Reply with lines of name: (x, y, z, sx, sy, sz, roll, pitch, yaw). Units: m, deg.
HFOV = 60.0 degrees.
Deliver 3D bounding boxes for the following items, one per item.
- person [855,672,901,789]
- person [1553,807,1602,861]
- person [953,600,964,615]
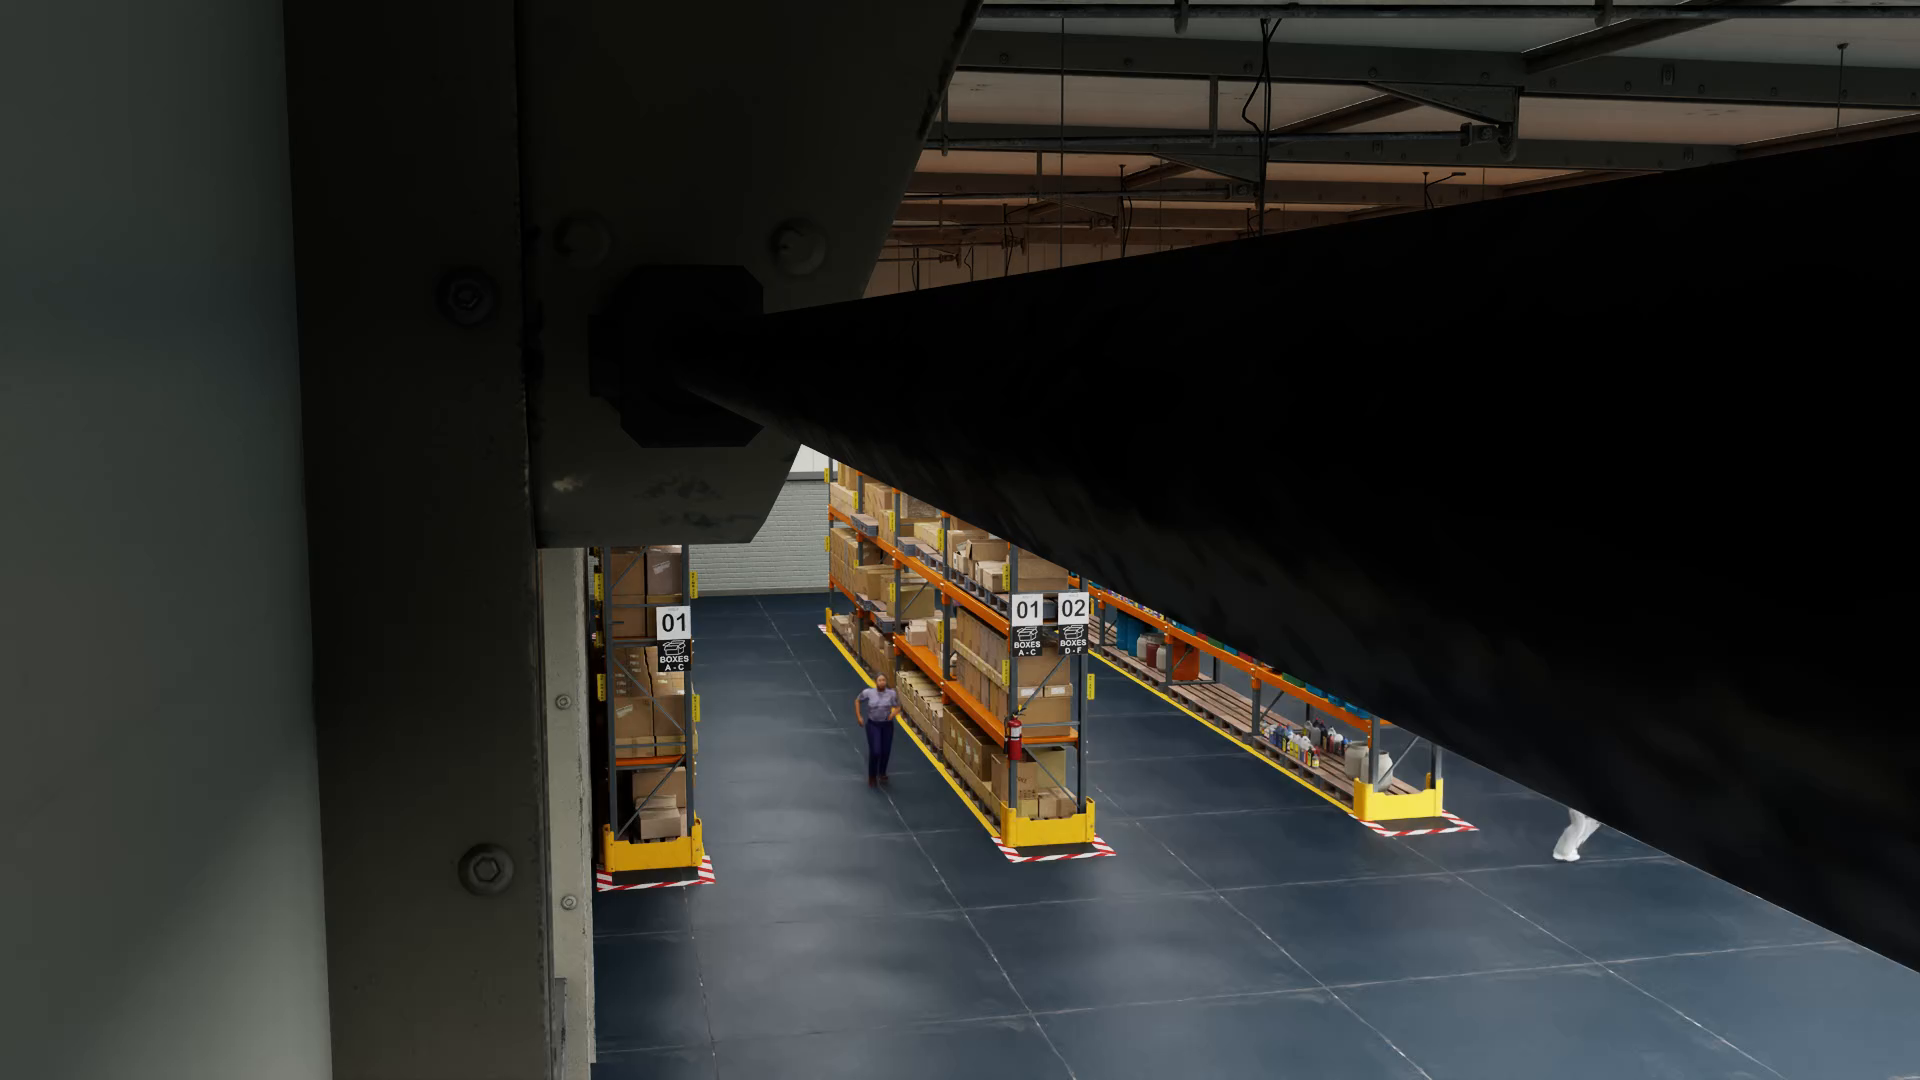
person: (-1.149, 2.733, 23.750, 0.619, 1.690, 0.698, -2, 7, -14)
person: (7.561, 3.115, 20.212, 0.611, 1.622, 0.539, 3, 7, 23)
person: (0.038, 1.402, 35.086, 0.555, 1.557, 0.574, -3, 7, -25)
